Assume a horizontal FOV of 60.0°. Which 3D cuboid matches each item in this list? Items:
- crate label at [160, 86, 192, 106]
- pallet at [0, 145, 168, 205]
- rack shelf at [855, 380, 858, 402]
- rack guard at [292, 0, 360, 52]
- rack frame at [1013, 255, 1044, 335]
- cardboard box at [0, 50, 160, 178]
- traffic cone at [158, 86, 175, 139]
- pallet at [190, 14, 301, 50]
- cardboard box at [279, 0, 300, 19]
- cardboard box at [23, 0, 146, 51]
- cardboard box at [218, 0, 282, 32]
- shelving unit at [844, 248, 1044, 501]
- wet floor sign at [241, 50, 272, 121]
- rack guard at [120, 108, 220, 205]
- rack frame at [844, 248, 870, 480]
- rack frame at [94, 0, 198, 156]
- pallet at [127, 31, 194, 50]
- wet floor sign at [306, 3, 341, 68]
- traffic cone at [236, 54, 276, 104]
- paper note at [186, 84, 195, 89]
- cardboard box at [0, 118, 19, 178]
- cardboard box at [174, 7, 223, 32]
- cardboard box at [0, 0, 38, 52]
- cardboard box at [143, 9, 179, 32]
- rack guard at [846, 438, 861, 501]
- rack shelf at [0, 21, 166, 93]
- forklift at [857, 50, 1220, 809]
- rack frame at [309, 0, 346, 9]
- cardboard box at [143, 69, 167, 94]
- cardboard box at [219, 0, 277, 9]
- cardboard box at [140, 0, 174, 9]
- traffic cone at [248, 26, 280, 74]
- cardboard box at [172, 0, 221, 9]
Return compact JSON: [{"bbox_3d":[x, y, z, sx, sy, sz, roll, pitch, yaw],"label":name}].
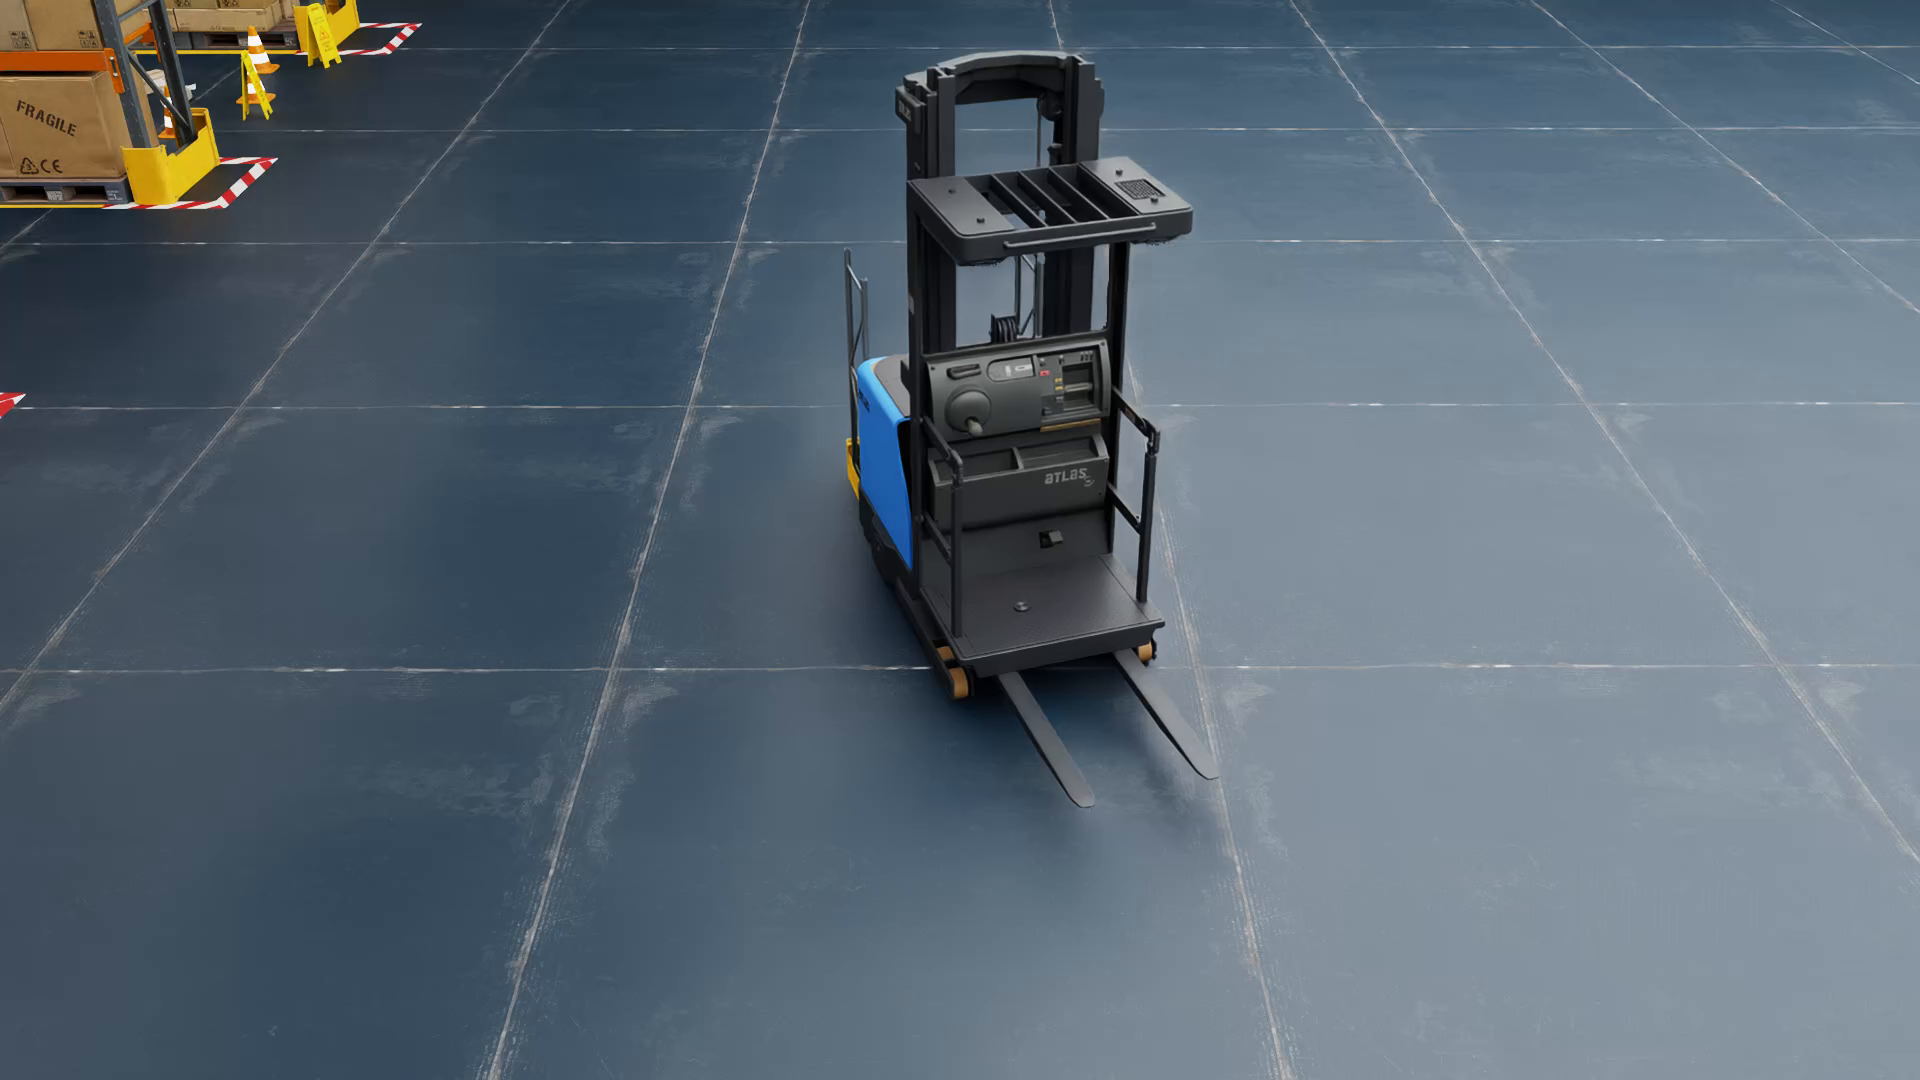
[{"bbox_3d":[-8.028,-4.555,17.015,0.298,0.136,0.250,-17,35,-26],"label":"crate label"},{"bbox_3d":[-7.834,-3.256,14.803,1.213,0.211,1.003,0,31,0],"label":"pallet"},{"bbox_3d":[-0.094,-0.816,9.886,1.000,0.185,0.538,-8,32,-13],"label":"rack shelf"},{"bbox_3d":[-7.242,-5.990,19.030,0.348,0.500,1.175,0,31,0],"label":"rack guard"},{"bbox_3d":[0.398,-1.038,9.904,0.032,1.500,0.500,-8,32,-13],"label":"rack frame"},{"bbox_3d":[-7.713,-3.726,14.533,0.875,0.875,0.875,0,31,0],"label":"cardboard box"},{"bbox_3d":[-7.575,-4.142,16.020,0.334,0.463,0.336,0,31,0],"label":"traffic cone"},{"bbox_3d":[-8.055,-5.882,19.131,1.213,0.211,1.003,0,31,0],"label":"pallet"},{"bbox_3d":[-7.975,-6.204,19.218,0.500,0.250,0.500,0,31,-1],"label":"cardboard box"},{"bbox_3d":[-7.406,-4.531,14.071,0.550,0.550,0.875,0,31,0],"label":"cardboard box"},{"bbox_3d":[-7.997,-5.921,18.752,0.500,0.250,0.500,0,31,-1],"label":"cardboard box"},{"bbox_3d":[-0.102,-0.969,9.790,1.083,1.500,0.587,-8,32,-13],"label":"shelving unit"},{"bbox_3d":[-7.018,-4.512,16.454,0.232,0.644,0.267,-5,32,-9],"label":"wet floor sign"},{"bbox_3d":[-7.011,-3.423,14.799,0.348,0.500,1.175,0,31,0],"label":"rack guard"},{"bbox_3d":[-0.585,-0.902,9.680,0.032,1.500,0.500,-8,32,-13],"label":"rack frame"},{"bbox_3d":[-7.035,-4.492,14.150,0.127,3.000,1.000,0,31,0],"label":"rack frame"},{"bbox_3d":[-9.272,-5.880,19.127,1.213,0.211,1.003,0,31,0],"label":"pallet"},{"bbox_3d":[-6.970,-5.498,18.079,0.232,0.644,0.267,10,33,17],"label":"wet floor sign"},{"bbox_3d":[-7.242,-4.729,16.988,0.334,0.463,0.336,0,31,0],"label":"traffic cone"},{"bbox_3d":[-8.099,-4.754,17.445,0.142,0.019,0.148,-11,33,-17],"label":"paper note"},{"bbox_3d":[-8.593,-3.723,14.526,0.875,0.875,0.875,-1,31,-1],"label":"cardboard box"},{"bbox_3d":[-8.491,-5.923,18.756,0.500,0.250,0.500,0,31,0],"label":"cardboard box"},{"bbox_3d":[-7.956,-4.518,14.049,0.550,0.550,0.875,0,31,0],"label":"cardboard box"},{"bbox_3d":[-9.014,-5.919,18.749,0.500,0.250,0.500,-1,31,-2],"label":"cardboard box"},{"bbox_3d":[-0.584,-0.368,10.005,0.087,0.250,0.587,-8,32,-13],"label":"rack guard"},{"bbox_3d":[-9.035,-4.178,14.327,4.000,0.370,1.077,0,31,0],"label":"rack shelf"},{"bbox_3d":[0.366,-0.689,7.949,1.130,2.935,3.031,-10,33,-16],"label":"forklift"},{"bbox_3d":[-7.166,-7.059,18.382,0.127,3.000,1.000,0,31,0],"label":"rack frame"},{"bbox_3d":[-8.464,-4.788,17.388,0.250,0.149,0.380,16,35,25],"label":"cardboard box"},{"bbox_3d":[-7.966,-6.246,18.565,0.500,0.500,0.500,0,31,0],"label":"cardboard box"},{"bbox_3d":[-8.992,-6.244,18.562,0.500,0.500,0.500,-1,31,-1],"label":"cardboard box"},{"bbox_3d":[-7.588,-5.304,17.935,0.334,0.463,0.336,0,31,0],"label":"traffic cone"},{"bbox_3d":[-8.488,-6.242,18.559,0.500,0.500,0.500,1,31,2],"label":"cardboard box"}]
